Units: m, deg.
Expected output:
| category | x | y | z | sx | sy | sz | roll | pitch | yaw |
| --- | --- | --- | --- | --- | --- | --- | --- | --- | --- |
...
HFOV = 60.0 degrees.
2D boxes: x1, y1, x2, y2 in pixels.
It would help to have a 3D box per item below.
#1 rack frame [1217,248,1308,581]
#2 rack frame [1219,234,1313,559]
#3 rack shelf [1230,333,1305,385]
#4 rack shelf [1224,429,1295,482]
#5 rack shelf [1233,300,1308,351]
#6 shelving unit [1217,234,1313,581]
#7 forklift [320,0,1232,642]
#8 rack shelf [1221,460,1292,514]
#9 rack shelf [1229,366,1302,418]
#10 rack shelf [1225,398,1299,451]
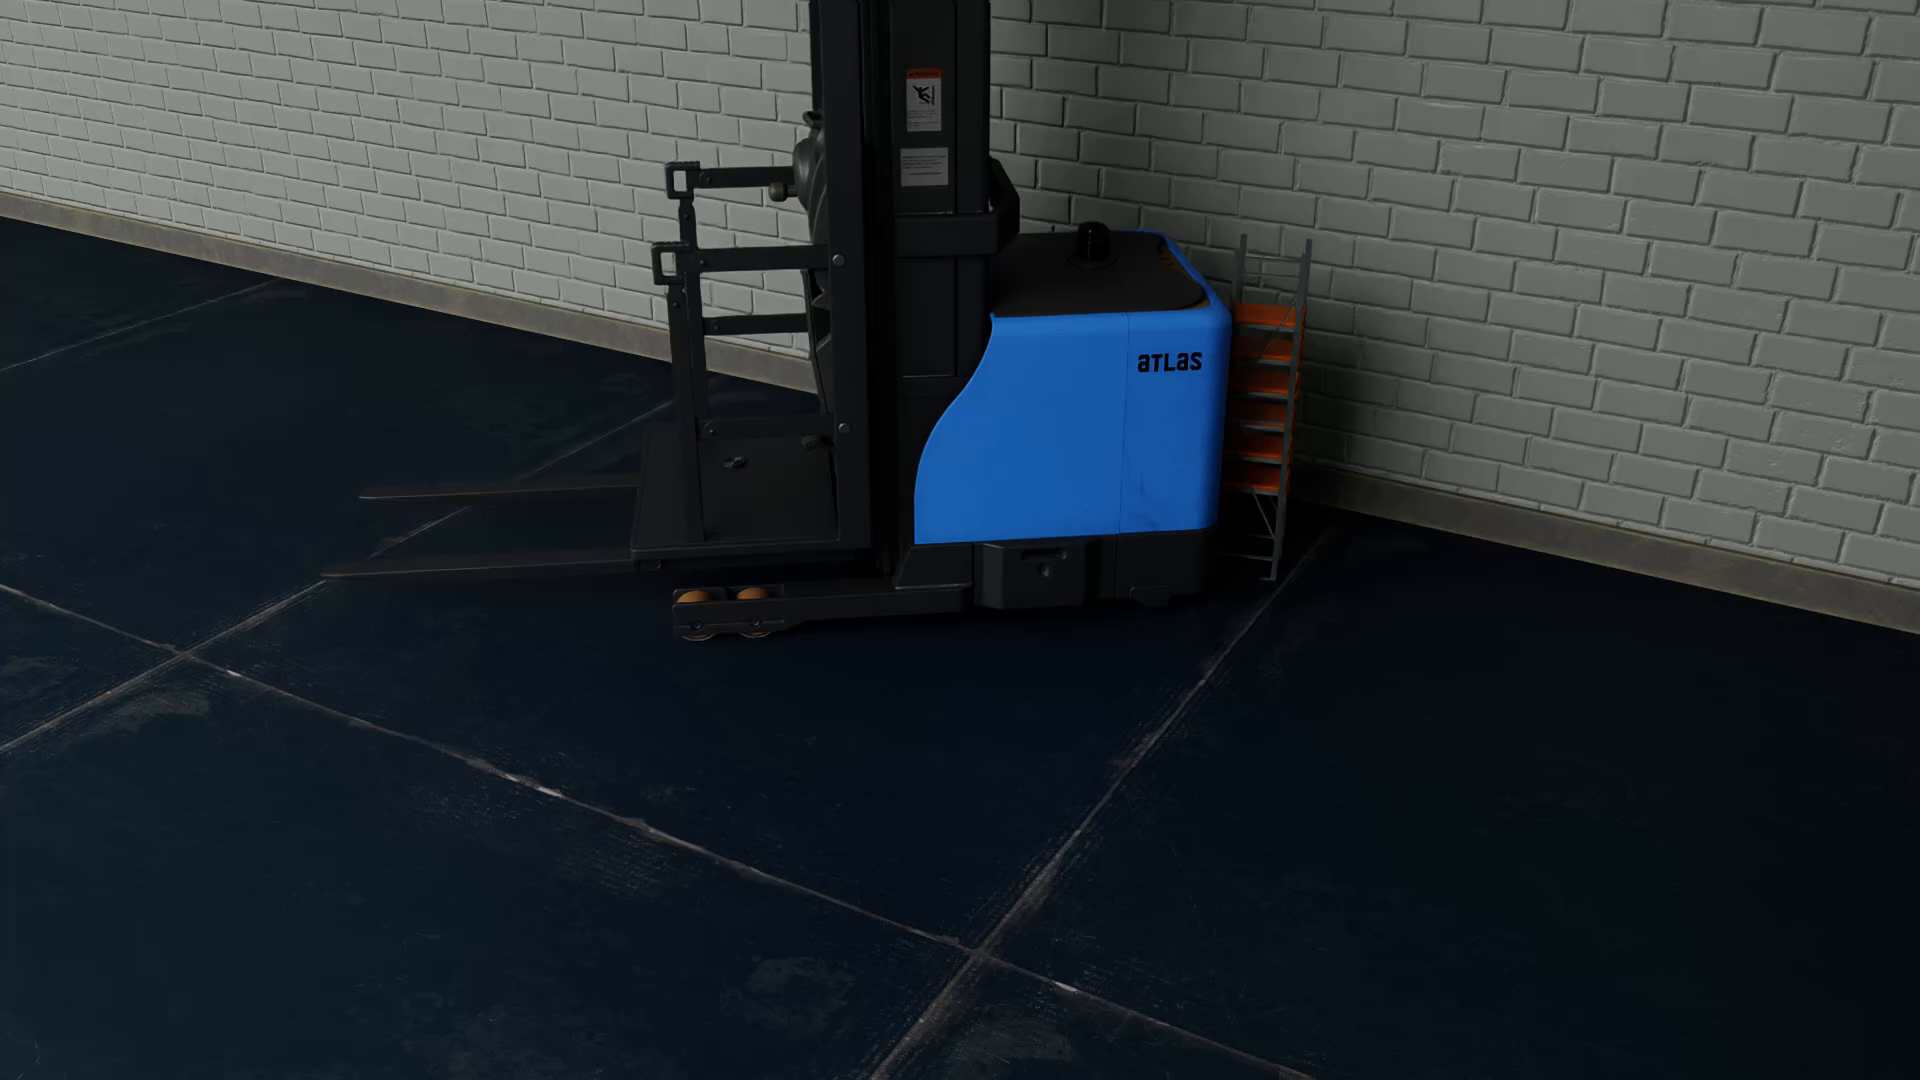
| category | x | y | z | sx | sy | sz | roll | pitch | yaw |
| --- | --- | --- | --- | --- | --- | --- | --- | --- | --- |
| rack frame | 1.018 | -0.409 | 5.721 | 0.240 | 1.200 | 0.006 | 7 | 27 | 14 |
| rack frame | 1.068 | -0.485 | 5.879 | 0.240 | 1.200 | 0.006 | 7 | 27 | 14 |
| rack shelf | 1.044 | -0.623 | 5.715 | 0.258 | 0.103 | 0.180 | 7 | 27 | 14 |
| rack shelf | 1.042 | -0.299 | 5.871 | 0.258 | 0.103 | 0.180 | 7 | 27 | 14 |
| rack shelf | 1.044 | -0.731 | 5.663 | 0.258 | 0.103 | 0.180 | 7 | 27 | 14 |
| shelving unit | 1.043 | -0.447 | 5.800 | 0.258 | 1.200 | 0.189 | 7 | 27 | 14 |
| forklift | -0.659 | -1.221 | 5.414 | 3.031 | 2.935 | 1.130 | -3 | 27 | -6 |
| rack shelf | 1.042 | -0.191 | 5.923 | 0.258 | 0.103 | 0.180 | 7 | 27 | 14 |
| rack shelf | 1.043 | -0.515 | 5.767 | 0.258 | 0.103 | 0.180 | 7 | 27 | 14 |
| rack shelf | 1.043 | -0.407 | 5.819 | 0.258 | 0.103 | 0.180 | 7 | 27 | 14 |
